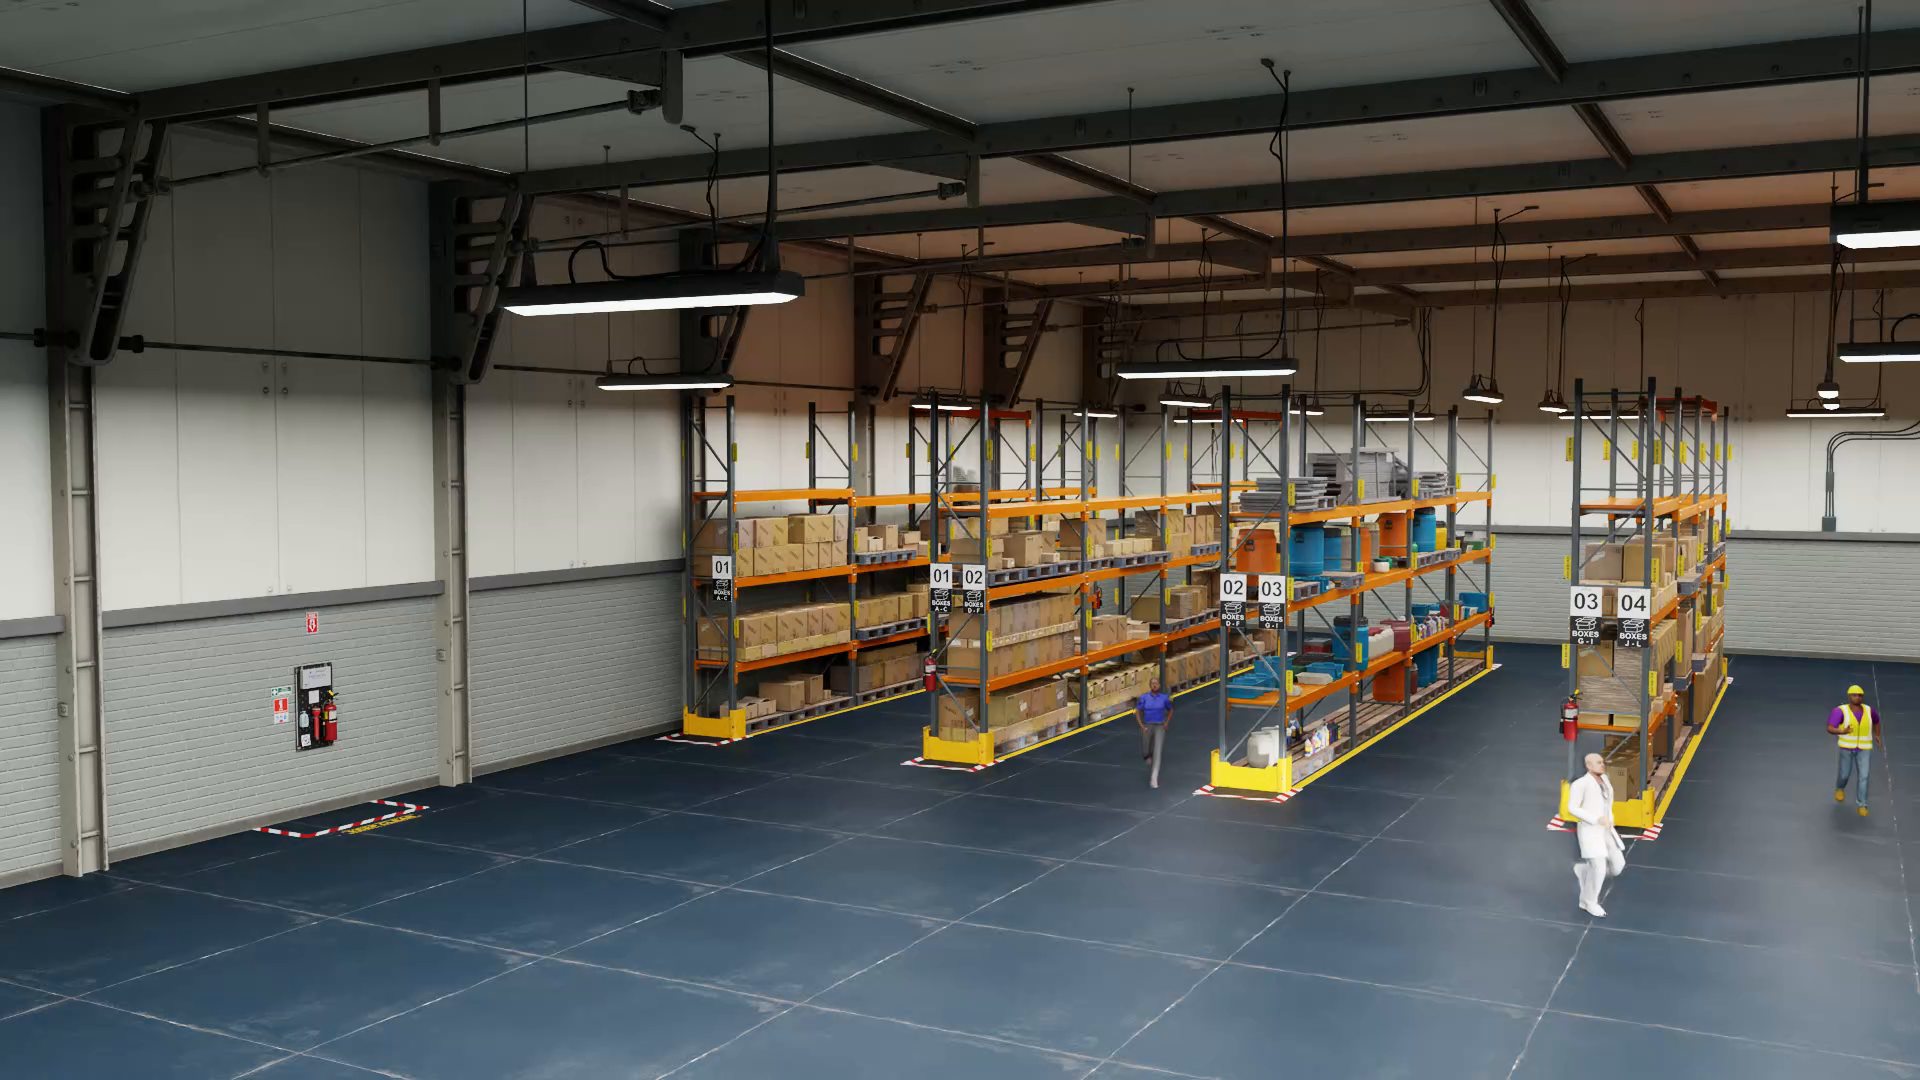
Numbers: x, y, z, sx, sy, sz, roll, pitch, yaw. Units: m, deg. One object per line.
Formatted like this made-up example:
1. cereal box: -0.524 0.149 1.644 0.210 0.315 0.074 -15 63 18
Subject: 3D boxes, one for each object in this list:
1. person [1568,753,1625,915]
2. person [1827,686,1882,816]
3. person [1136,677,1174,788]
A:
1. person: 6.907 3.185 18.069 0.755 1.744 0.647 -2 4 -32
2. person: 12.425 2.890 23.092 0.712 1.744 0.961 1 3 16
3. person: 2.947 2.896 25.222 0.568 1.623 0.870 1 3 12
